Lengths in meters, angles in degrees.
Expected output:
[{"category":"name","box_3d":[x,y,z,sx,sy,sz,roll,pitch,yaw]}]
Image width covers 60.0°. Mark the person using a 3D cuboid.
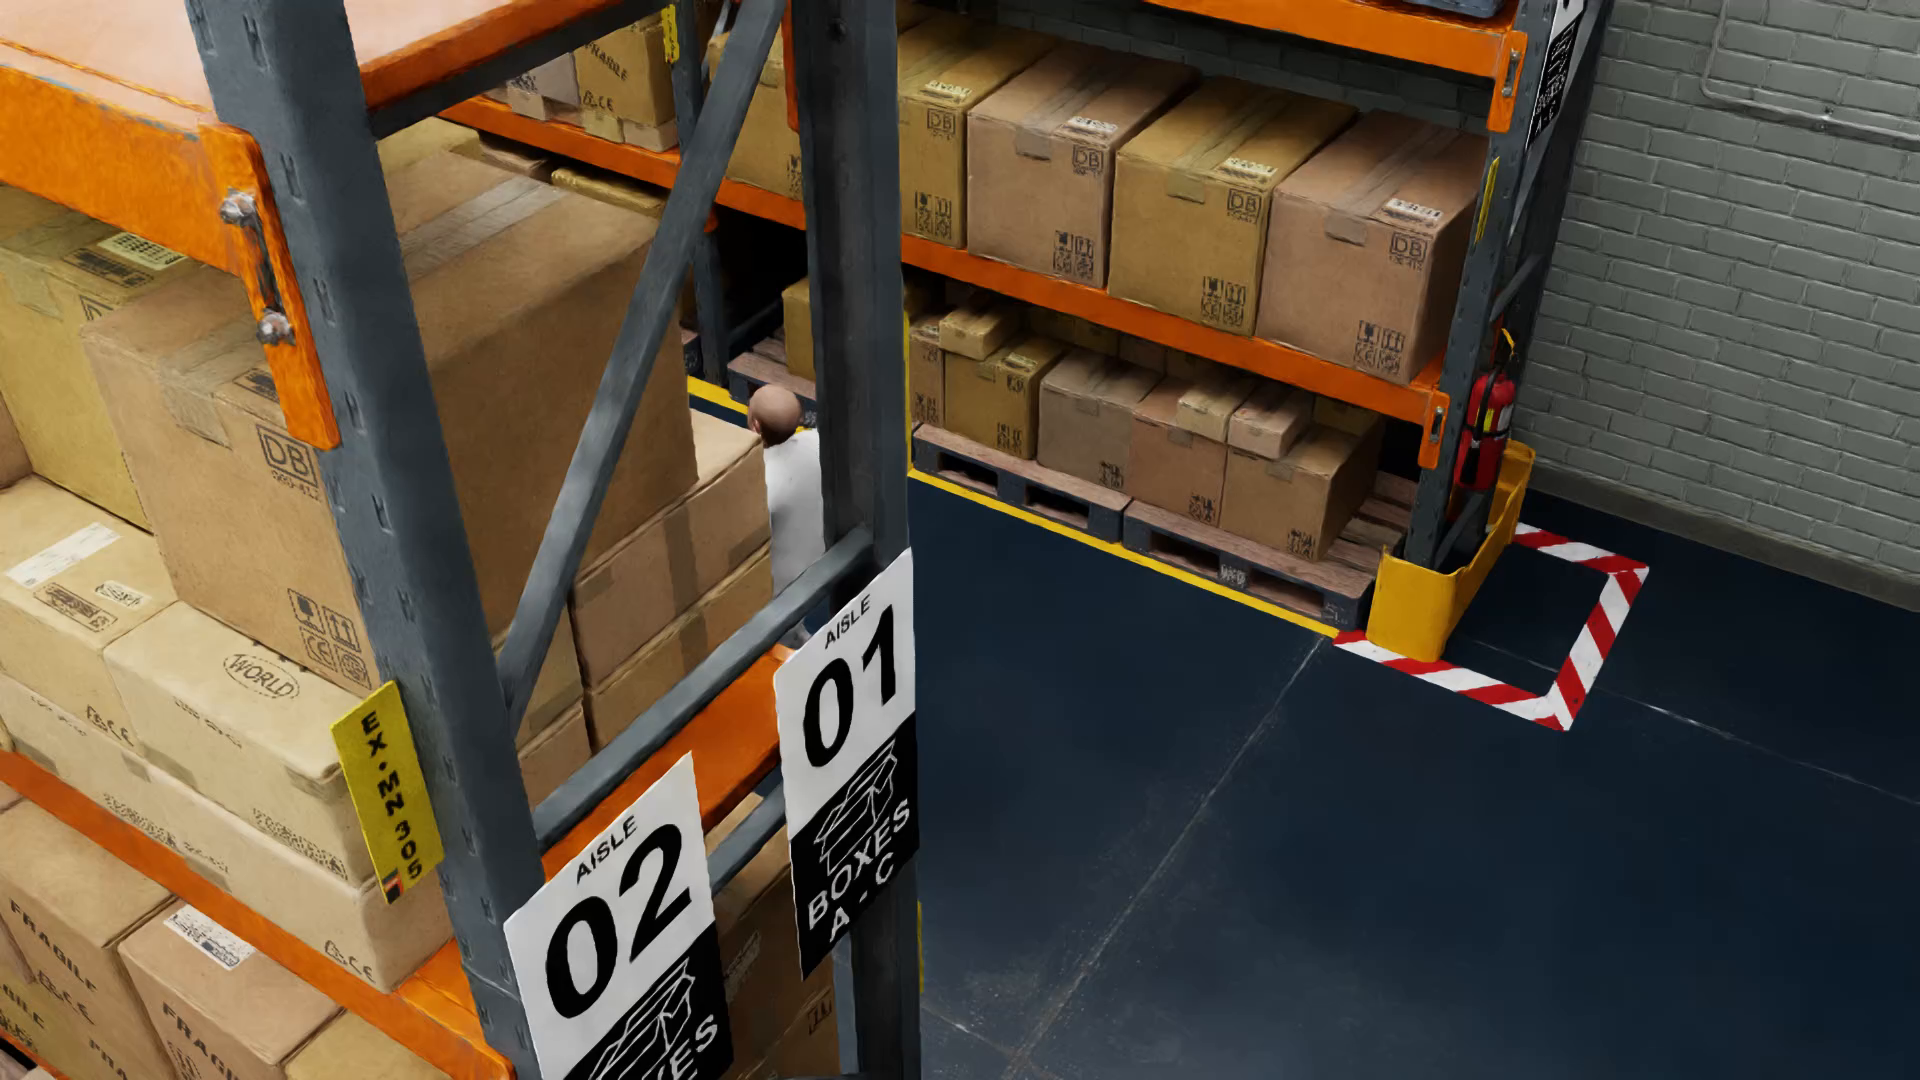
[{"category":"person","box_3d":[-0.745,0.143,6.537,0.535,1.743,0.764,14,40,17]}]
